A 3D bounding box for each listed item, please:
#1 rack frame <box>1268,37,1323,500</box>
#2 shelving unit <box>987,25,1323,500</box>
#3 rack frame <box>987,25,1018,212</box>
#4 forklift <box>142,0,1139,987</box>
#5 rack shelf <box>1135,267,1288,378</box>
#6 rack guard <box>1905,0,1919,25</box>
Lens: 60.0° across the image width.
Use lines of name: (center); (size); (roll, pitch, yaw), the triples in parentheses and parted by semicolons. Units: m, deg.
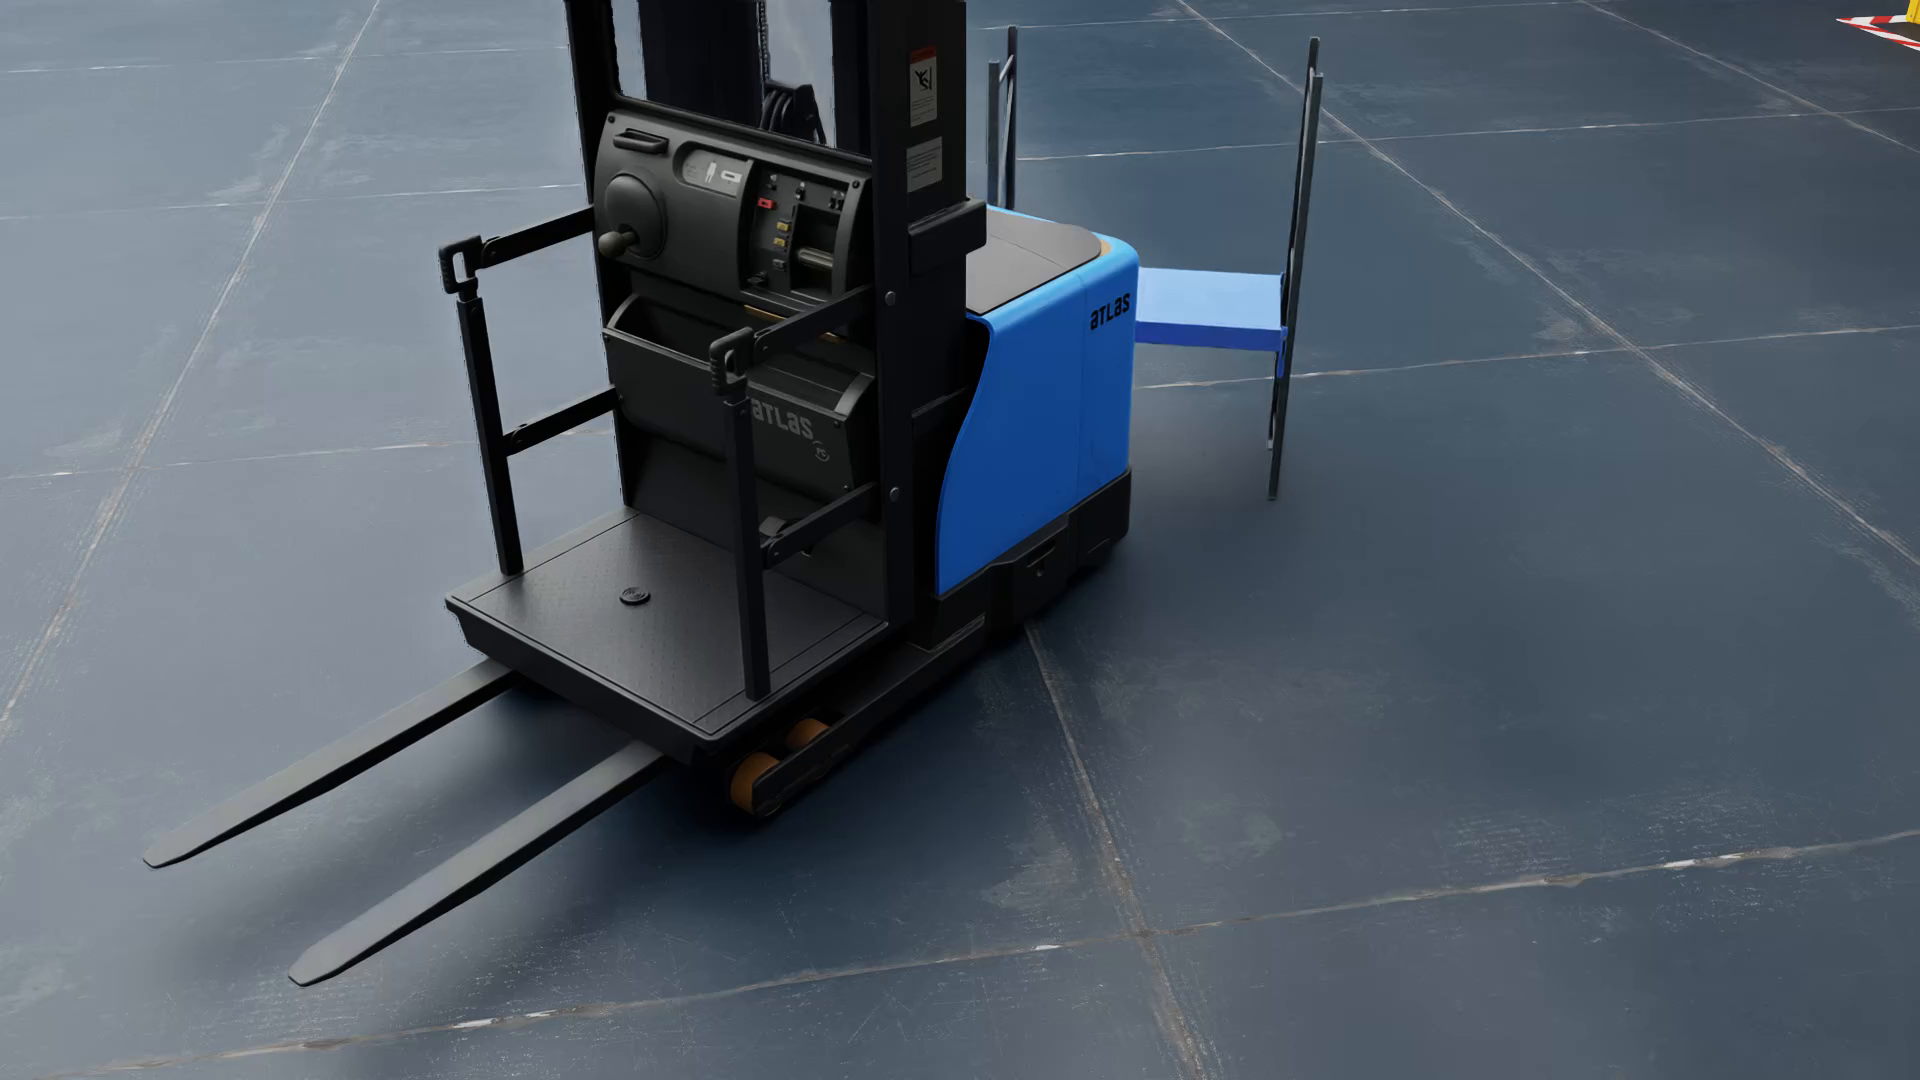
rack frame: (1.149, -0.914, 5.742); (0.032, 1.500, 0.500); (5, 31, 8)
shelving unit: (0.647, -0.955, 5.811); (1.048, 1.500, 0.538); (5, 31, 8)
rack frame: (0.145, -0.996, 5.881); (0.032, 1.500, 0.500); (5, 31, 8)
forklift: (-0.742, -0.814, 4.159); (1.130, 2.935, 3.031); (22, 37, 32)
rack shelf: (0.647, -0.800, 5.902); (1.000, 0.185, 0.538); (5, 31, 8)
rack guard: (7.144, -3.745, 11.541); (0.348, 0.500, 1.175); (-5, 31, -9)
